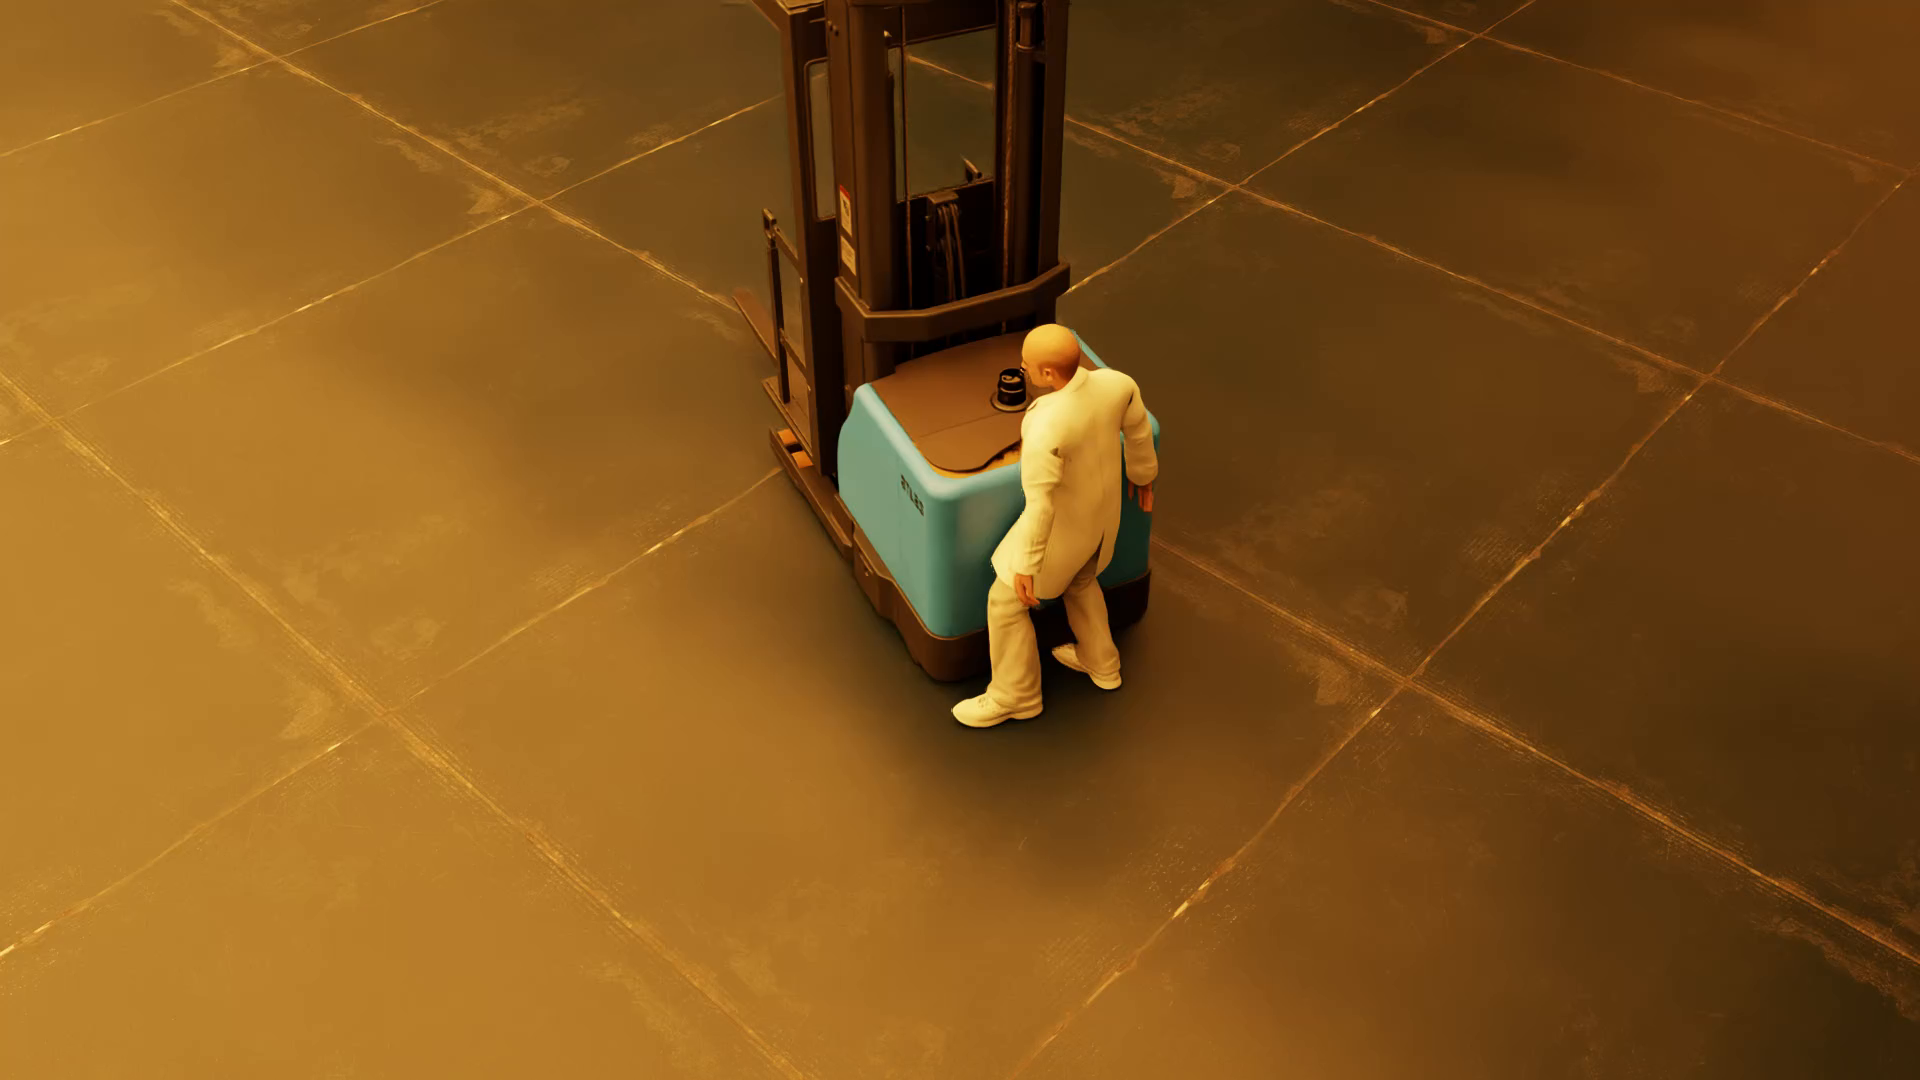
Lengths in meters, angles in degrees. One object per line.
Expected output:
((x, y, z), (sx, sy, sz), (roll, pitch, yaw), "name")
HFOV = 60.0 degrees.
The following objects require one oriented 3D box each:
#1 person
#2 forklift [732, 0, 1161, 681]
((0.405, -0.058, 6.420), (0.452, 1.749, 0.917), (29, 48, 29), "person")
((-0.271, -1.486, 7.161), (1.130, 2.935, 3.031), (-17, 43, -19), "forklift")
